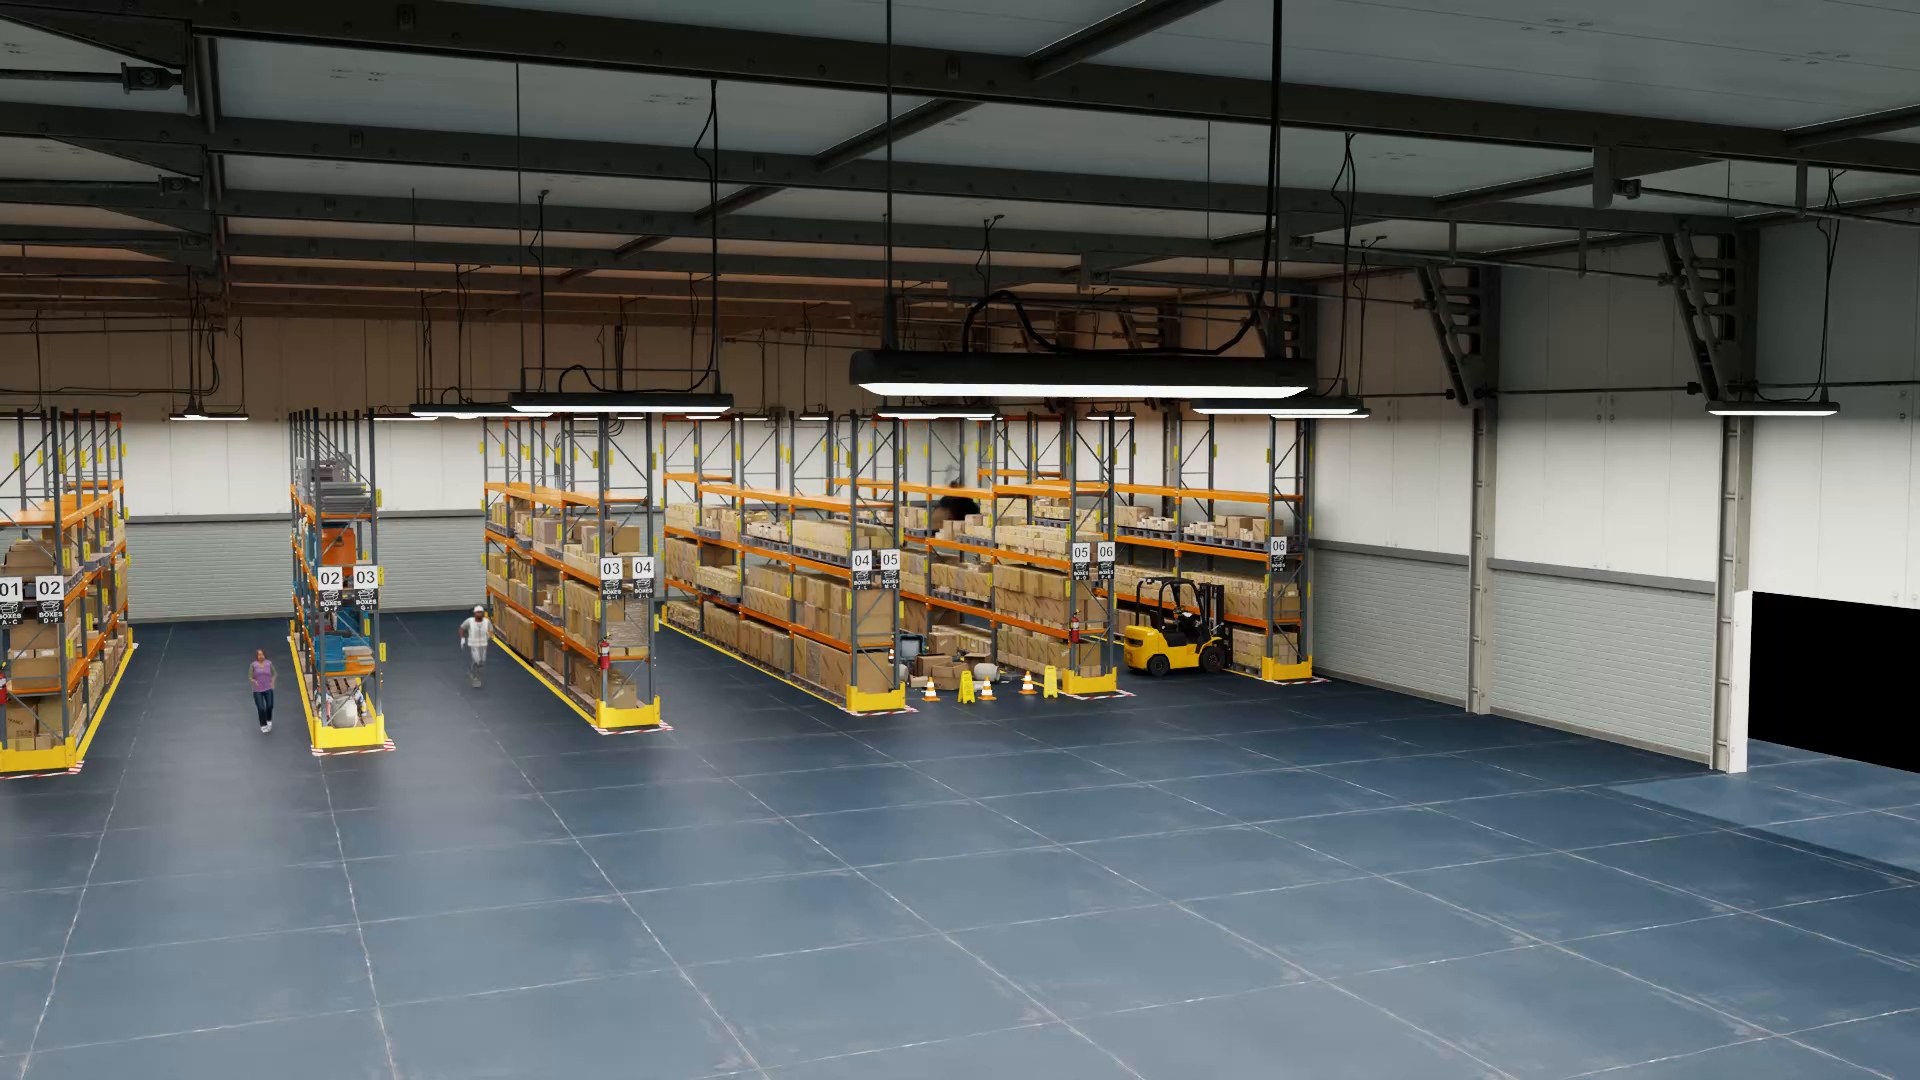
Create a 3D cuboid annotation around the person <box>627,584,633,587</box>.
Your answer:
[{"bbox_3d":[-8.864,1.686,45.437,0.701,1.745,0.694,-1,4,-16],"label":"person"}]

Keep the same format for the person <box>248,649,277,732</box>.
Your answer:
[{"bbox_3d":[-12.849,2.781,30.668,0.508,1.558,0.586,-2,4,-26],"label":"person"}]

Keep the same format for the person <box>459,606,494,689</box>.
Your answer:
[{"bbox_3d":[-10.427,2.315,36.003,0.660,1.790,0.800,-3,5,-36],"label":"person"}]
